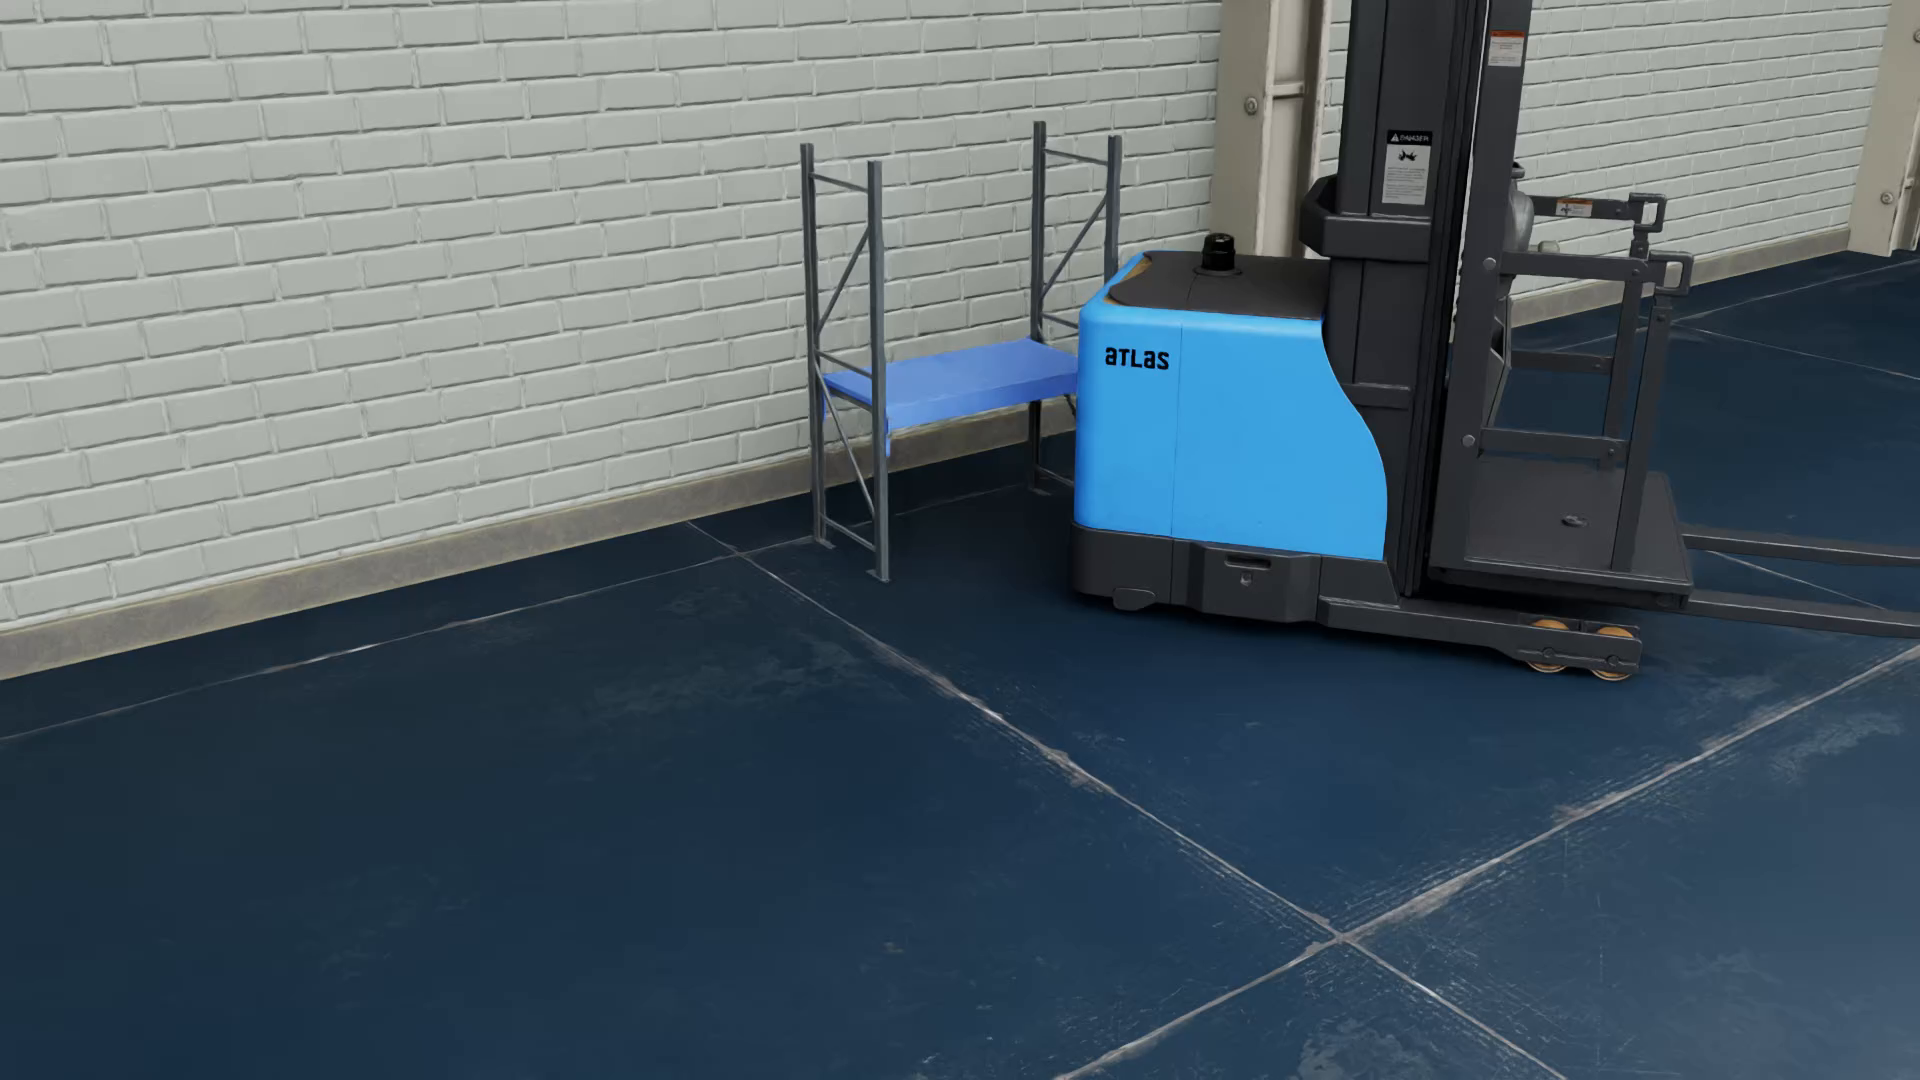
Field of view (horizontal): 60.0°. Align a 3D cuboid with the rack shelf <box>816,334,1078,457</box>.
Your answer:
[{"bbox_3d":[0.012,-0.561,6.263,1.000,0.185,0.538,-14,26,-31],"label":"rack shelf"}]

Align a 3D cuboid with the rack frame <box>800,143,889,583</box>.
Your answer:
[{"bbox_3d":[-0.409,-0.622,5.932,0.032,1.500,0.500,-14,26,-31],"label":"rack frame"}]

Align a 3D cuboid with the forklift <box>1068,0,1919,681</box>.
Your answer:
[{"bbox_3d":[1.953,-1.135,5.286,3.031,2.935,1.130,7,23,16],"label":"forklift"}]

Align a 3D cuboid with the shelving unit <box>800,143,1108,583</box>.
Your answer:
[{"bbox_3d":[0.009,-0.727,6.194,1.039,1.500,0.538,-14,26,-31],"label":"shelving unit"}]

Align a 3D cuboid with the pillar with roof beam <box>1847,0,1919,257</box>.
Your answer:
[{"bbox_3d":[8.805,-4.874,6.468,0.400,9.000,9.100,-15,26,-33],"label":"pillar with roof beam"}]

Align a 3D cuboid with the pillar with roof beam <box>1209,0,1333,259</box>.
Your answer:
[{"bbox_3d":[3.934,-3.575,3.213,0.400,9.000,9.100,-15,26,-33],"label":"pillar with roof beam"}]

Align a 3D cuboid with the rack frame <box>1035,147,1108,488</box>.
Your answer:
[{"bbox_3d":[0.433,-0.834,6.462,0.013,1.308,0.475,-14,26,-31],"label":"rack frame"}]
